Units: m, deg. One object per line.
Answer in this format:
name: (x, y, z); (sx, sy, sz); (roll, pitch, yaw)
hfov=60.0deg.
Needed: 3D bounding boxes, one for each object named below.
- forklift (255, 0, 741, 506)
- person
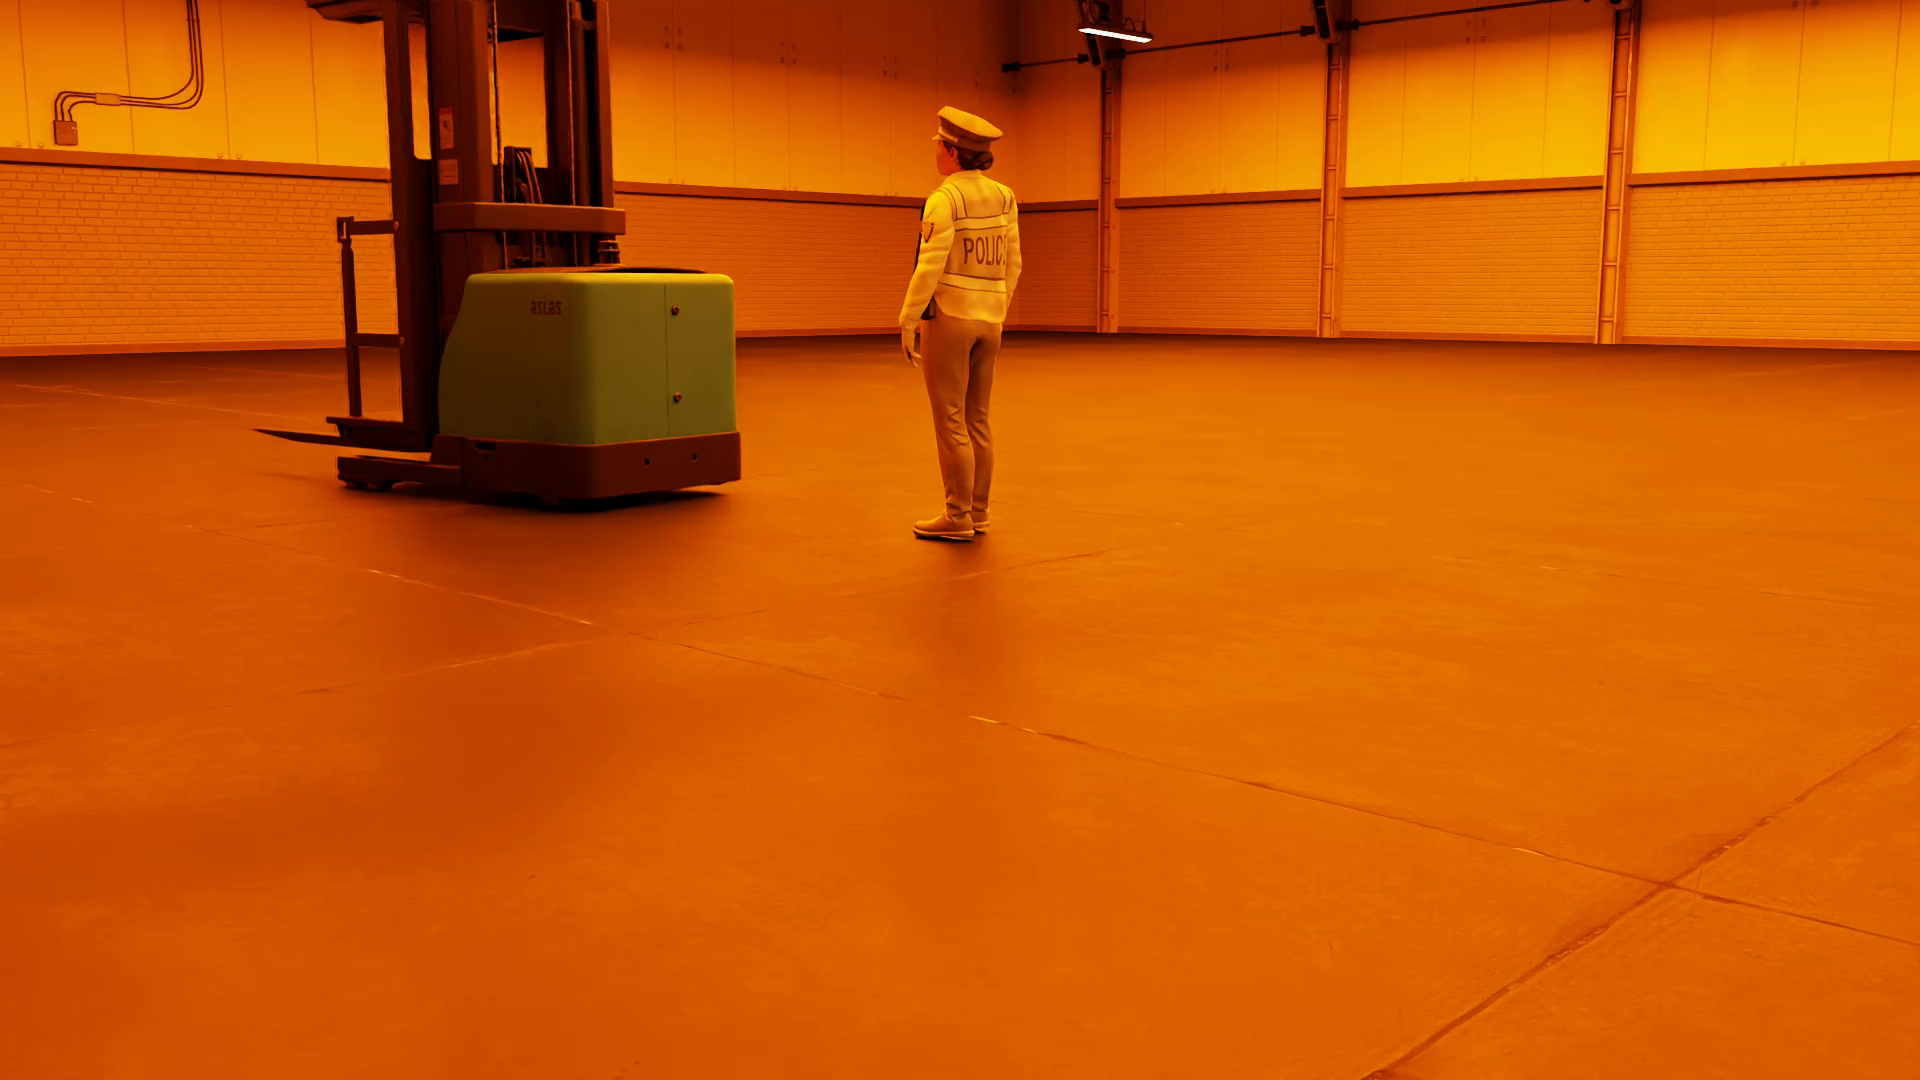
forklift: (-2.560, -1.754, 8.520); (3.031, 2.935, 1.130); (6, 11, 37)
person: (-0.045, -0.853, 6.642); (0.531, 1.695, 0.588); (8, 12, 43)
